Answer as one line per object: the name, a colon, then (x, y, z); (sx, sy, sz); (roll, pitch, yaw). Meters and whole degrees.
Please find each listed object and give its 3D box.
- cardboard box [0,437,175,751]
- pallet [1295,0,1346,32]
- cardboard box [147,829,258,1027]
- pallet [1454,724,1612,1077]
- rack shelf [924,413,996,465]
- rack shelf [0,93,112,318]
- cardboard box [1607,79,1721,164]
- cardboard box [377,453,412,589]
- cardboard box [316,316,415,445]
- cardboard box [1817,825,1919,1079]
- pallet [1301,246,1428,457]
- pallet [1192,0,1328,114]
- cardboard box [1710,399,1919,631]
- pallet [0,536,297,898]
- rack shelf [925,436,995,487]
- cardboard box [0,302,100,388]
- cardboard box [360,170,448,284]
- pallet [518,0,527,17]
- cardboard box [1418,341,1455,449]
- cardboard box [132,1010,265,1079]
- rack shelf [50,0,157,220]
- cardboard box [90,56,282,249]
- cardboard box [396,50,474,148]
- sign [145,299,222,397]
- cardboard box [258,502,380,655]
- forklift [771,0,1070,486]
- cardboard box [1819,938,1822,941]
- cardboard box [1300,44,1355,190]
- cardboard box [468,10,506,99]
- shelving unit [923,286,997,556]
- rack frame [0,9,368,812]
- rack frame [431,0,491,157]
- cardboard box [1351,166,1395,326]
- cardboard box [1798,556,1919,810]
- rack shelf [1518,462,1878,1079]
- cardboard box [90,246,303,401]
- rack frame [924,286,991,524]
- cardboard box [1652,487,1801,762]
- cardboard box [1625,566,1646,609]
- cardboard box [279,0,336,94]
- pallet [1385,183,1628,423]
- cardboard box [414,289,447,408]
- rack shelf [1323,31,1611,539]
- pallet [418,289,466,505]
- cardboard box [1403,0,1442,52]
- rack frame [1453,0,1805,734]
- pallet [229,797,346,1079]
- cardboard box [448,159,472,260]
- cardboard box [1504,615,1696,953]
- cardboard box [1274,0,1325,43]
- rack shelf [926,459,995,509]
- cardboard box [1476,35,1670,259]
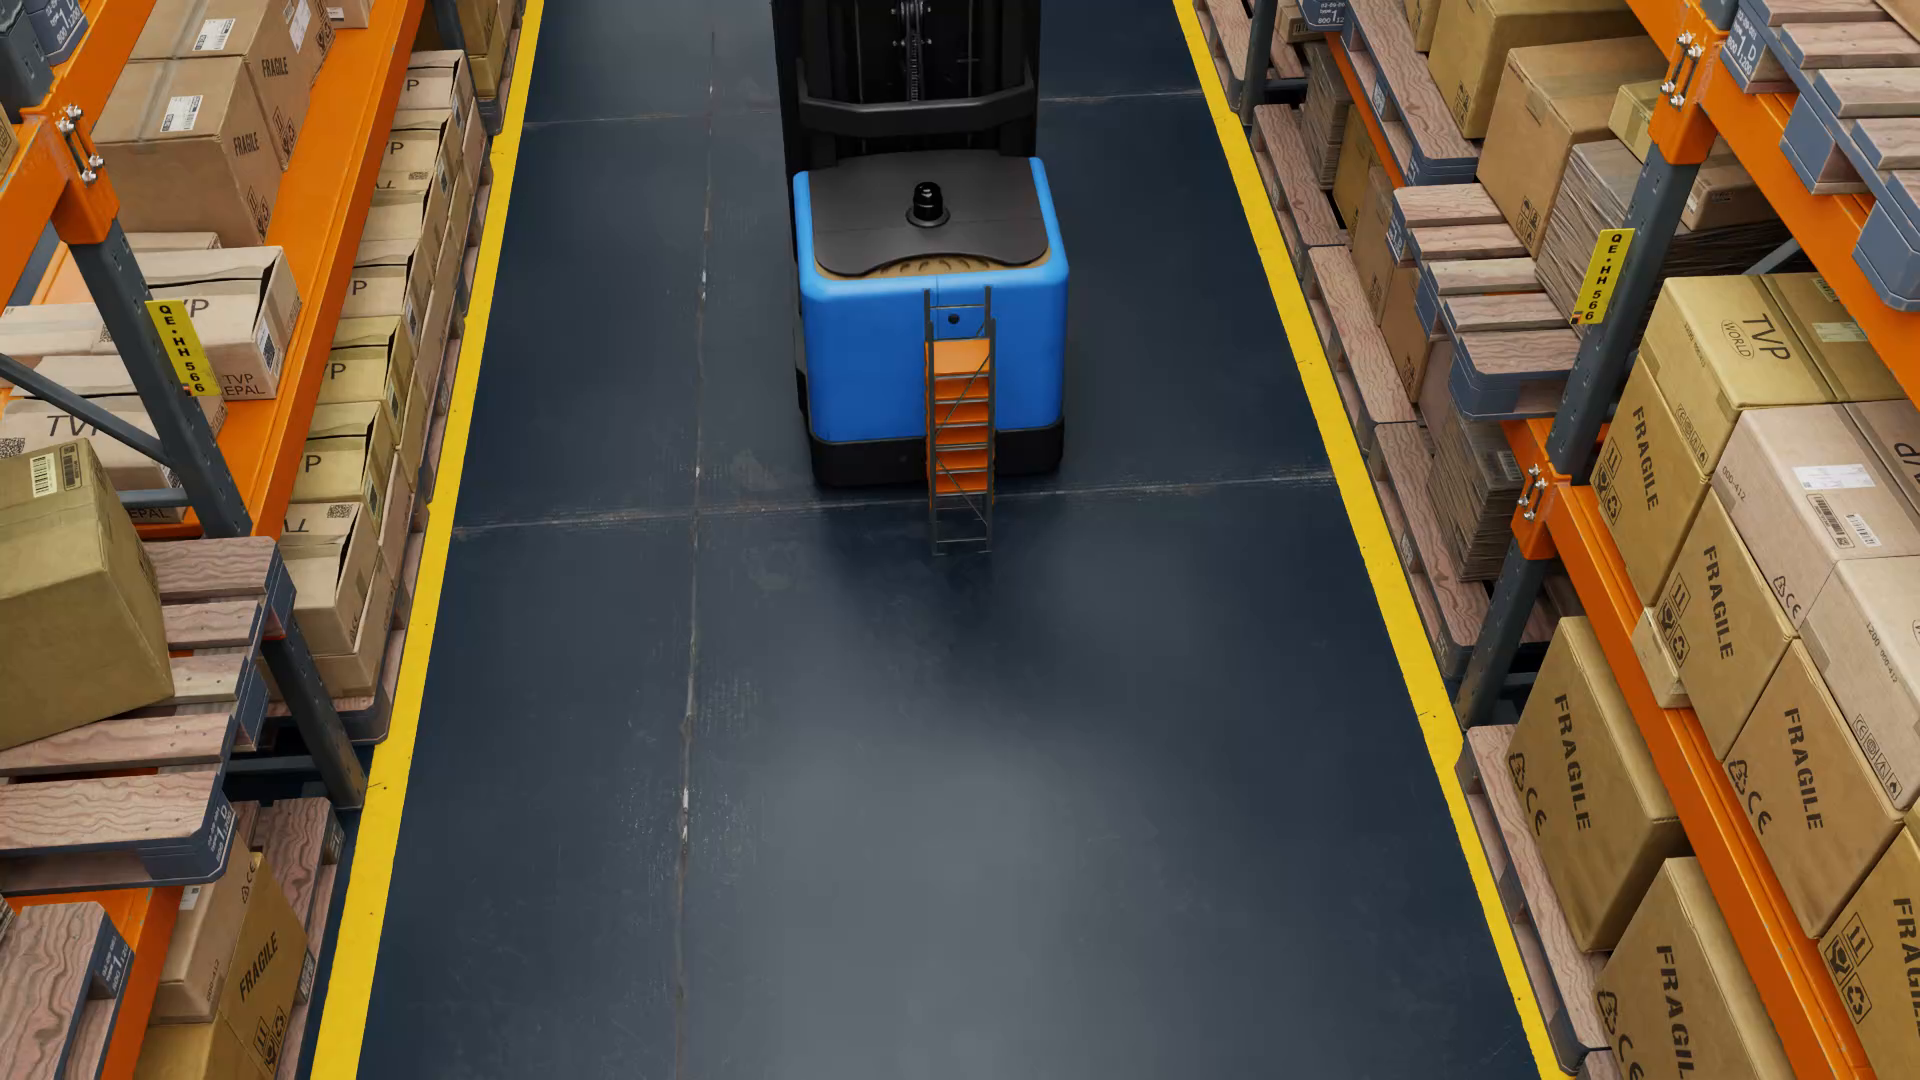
cardboard box: (-2.440, 0.174, 4.161); (0.700, 0.500, 0.500); (-18, 49, -16)
pallet: (1.915, -2.666, 7.341); (1.003, 0.211, 1.213); (-3, 47, -3)
cardboard box: (-2.284, 1.057, 4.585); (0.500, 0.250, 0.500); (-2, 47, -2)
pallet: (2.322, 1.134, 5.531); (1.003, 0.211, 1.213); (-3, 47, -3)
rack shelf: (-0.001, -0.392, 6.357); (0.258, 0.103, 0.180); (-3, 47, -3)
rack shelf: (-2.438, 0.567, 2.577); (1.077, 0.370, 4.000); (-3, 47, -3)
cardboard box: (2.230, -1.288, 5.085); (0.380, 0.149, 0.250); (-11, 47, -10)
cardboard box: (-2.399, -0.055, 6.341); (0.500, 0.250, 0.500); (-5, 47, -4)
cardboard box: (-2.449, -0.633, 6.502); (0.500, 0.311, 0.500); (-5, 47, -4)
cardboard box: (2.243, 0.938, 3.508); (0.500, 0.500, 0.500); (-2, 47, -2)
pallet: (2.168, -0.887, 7.445); (1.003, 0.211, 1.213); (-3, 47, -3)
pallet: (1.904, -2.819, 9.274); (1.003, 0.211, 1.213); (-3, 47, -3)
cardboard box: (2.158, -0.068, 3.945); (0.500, 0.250, 0.500); (-4, 47, -4)
pallet: (-2.479, 0.456, 4.384); (1.213, 0.211, 1.003); (-3, 47, -3)
rack shelf: (-0.001, -0.310, 6.444); (0.258, 0.103, 0.180); (-3, 47, -3)
cardboard box: (-2.956, -0.644, 5.467); (0.380, 0.149, 0.250); (-3, 47, -3)
cardboard box: (-2.531, -1.369, 7.199); (0.500, 0.311, 0.500); (-4, 47, -3)
pallet: (-3.070, -3.494, 9.914); (1.003, 0.211, 1.213); (-3, 47, -3)
cardboard box: (2.291, -0.589, 6.661); (0.700, 0.500, 0.500); (-4, 47, -3)
cardboard box: (-2.250, 1.649, 4.541); (0.500, 0.500, 0.500); (-5, 47, -5)
rack shelf: (-2.773, -2.327, 5.318); (1.077, 0.370, 4.000); (-3, 47, -3)
cardboard box: (-2.762, -1.343, 5.888); (0.500, 0.500, 0.500); (-6, 47, -5)
cardboard box: (-2.621, -2.106, 7.897); (0.500, 0.311, 0.500); (-3, 47, -3)
sign: (-2.065, -0.507, 4.421); (0.100, 0.325, 0.005); (-3, 47, -3)
cardboard box: (-2.357, 0.115, 5.793); (0.500, 0.311, 0.500); (-2, 47, -2)
forklift: (-0.243, -2.305, 6.914); (1.130, 2.935, 3.031); (-4, 47, -4)
cardboard box: (2.263, 0.861, 4.028); (0.380, 0.149, 0.250); (-3, 47, -3)
cardboard box: (2.074, -2.054, 8.048); (0.700, 0.500, 0.500); (-2, 47, -2)
cardboard box: (-2.677, -2.543, 8.697); (0.500, 0.250, 0.500); (-3, 47, -3)
shelving unit: (-0.001, -0.423, 6.324); (0.258, 1.200, 0.189); (-3, 47, -3)
rack frame: (-2.605, -0.096, 4.775); (1.000, 3.000, 0.127); (-3, 47, -3)
rack frame: (-2.940, -2.990, 7.516); (1.000, 3.000, 0.127); (-3, 47, -3)
cardboard box: (2.170, -1.312, 7.345); (0.700, 0.500, 0.500); (-3, 47, -3)
cardboard box: (2.203, 0.293, 3.602); (0.500, 0.250, 0.500); (-3, 47, -3)
rack shelf: (2.498, 1.295, 3.954); (1.077, 0.370, 4.000); (-3, 47, -3)
cardboard box: (-2.487, -0.724, 5.431); (0.500, 0.311, 0.500); (-4, 47, -4)
rack frame: (-0.009, -0.489, 6.387); (0.240, 1.200, 0.006); (-3, 47, -3)
cardboard box: (2.151, 0.203, 4.204); (0.500, 0.500, 0.500); (-2, 47, -2)
cardboard box: (2.140, 0.115, 4.735); (0.380, 0.149, 0.250); (-3, 47, -3)
cardboard box: (-2.848, -2.087, 6.591); (0.500, 0.500, 0.500); (0, 47, 0)
pallet: (2.165, -0.843, 5.615); (1.213, 0.211, 1.003); (-3, 47, -3)
cardboard box: (-2.492, -0.802, 7.048); (0.500, 0.250, 0.500); (-3, 47, -2)
rack shelf: (2.163, -1.600, 6.694); (1.077, 0.370, 4.000); (-3, 47, -3)
pallet: (-2.734, -0.616, 7.188); (1.003, 0.211, 1.213); (-3, 47, -3)
cardboard box: (2.130, -2.230, 6.424); (0.700, 0.500, 0.500); (2, 47, 2)
rack frame: (2.331, -0.400, 5.063); (1.000, 3.000, 0.127); (-3, 47, -3)
pallet: (-2.581, 1.405, 5.274); (1.003, 0.211, 1.213); (-3, 47, -3)
cardboard box: (-2.576, -1.541, 7.748); (0.500, 0.250, 0.500); (-4, 47, -4)
cardboard box: (2.261, 0.735, 5.179); (0.750, 0.750, 0.750); (-4, 47, -4)
cardboard box: (1.921, -2.856, 9.037); (0.380, 0.166, 0.250); (-9, 47, -8)
rack shelf: (-0.001, -0.227, 6.531); (0.258, 0.103, 0.180); (-3, 47, -3)
cardboard box: (2.208, -1.328, 5.570); (0.700, 0.500, 0.500); (-7, 47, -7)
